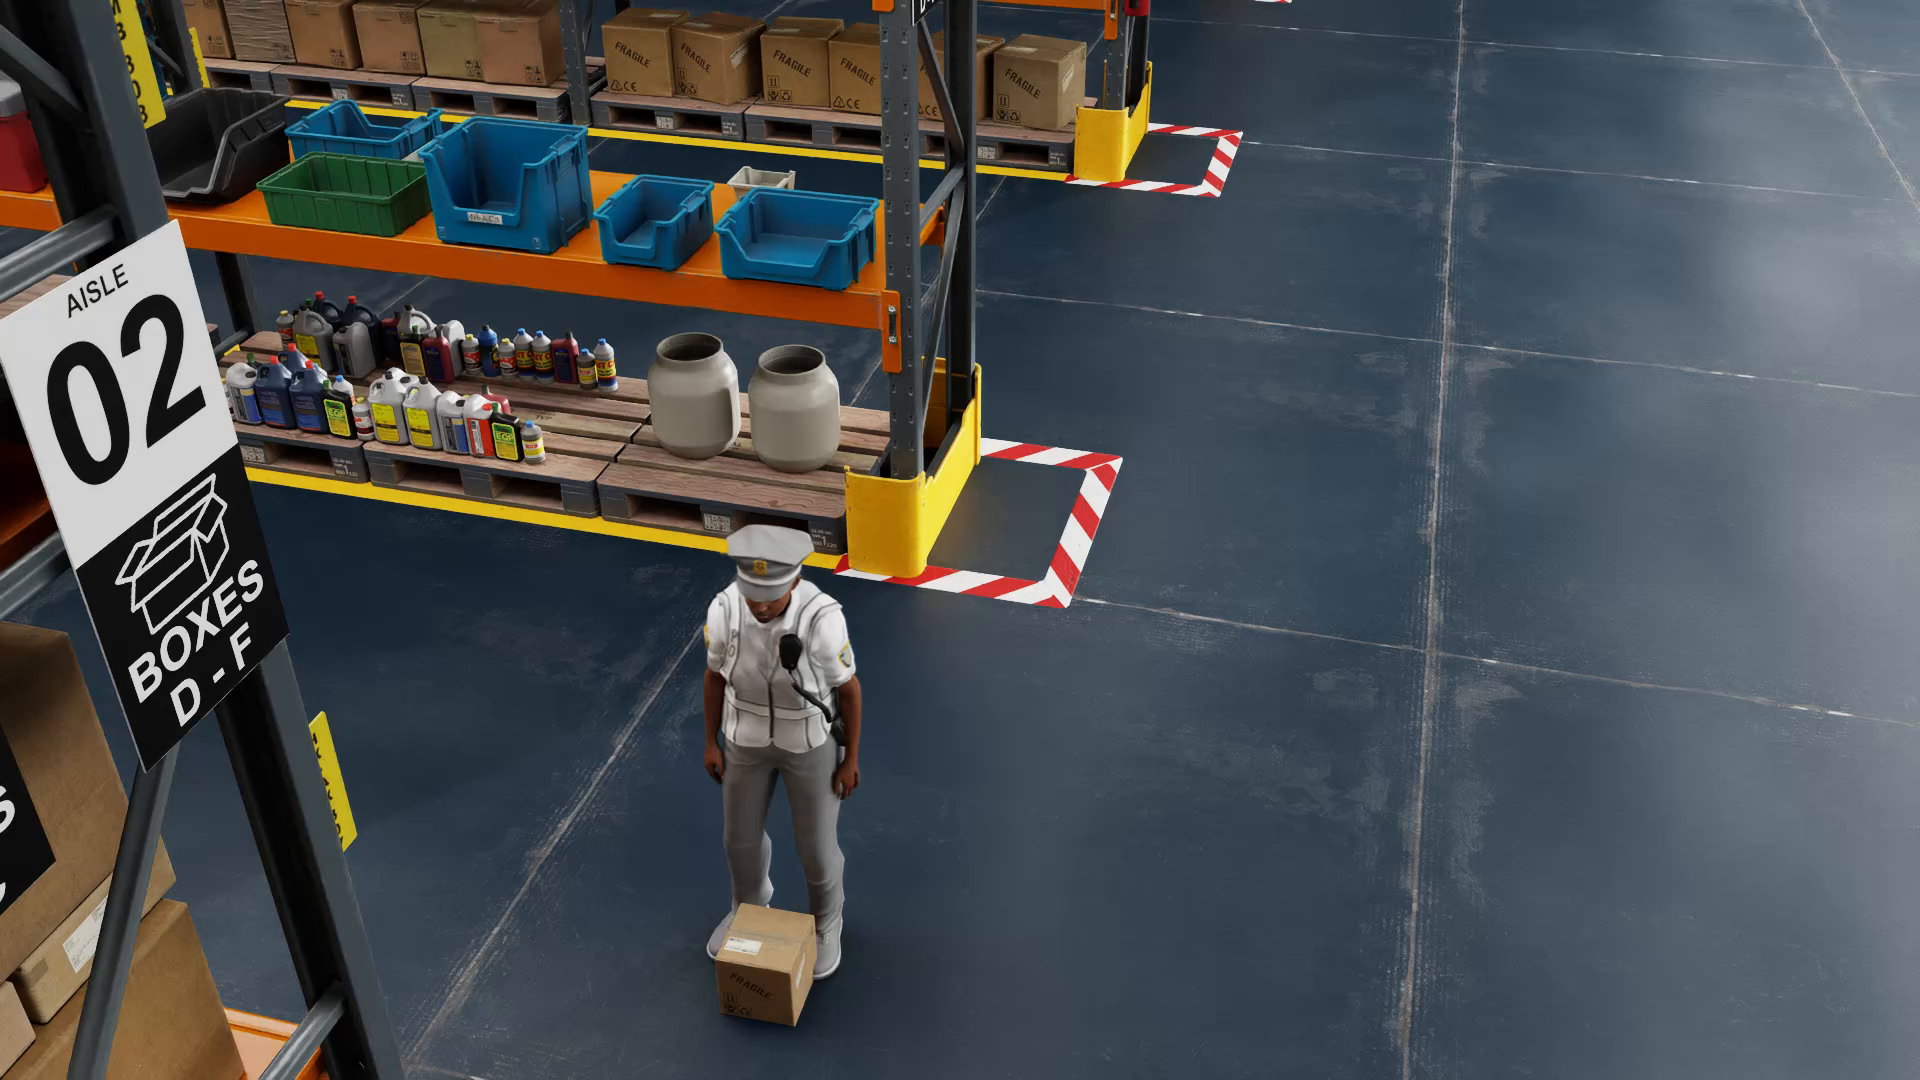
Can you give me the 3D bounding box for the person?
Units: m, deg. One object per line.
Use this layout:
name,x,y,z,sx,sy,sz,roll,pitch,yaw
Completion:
person,-0.564,0.645,5.147,0.529,1.659,0.398,6,34,9
